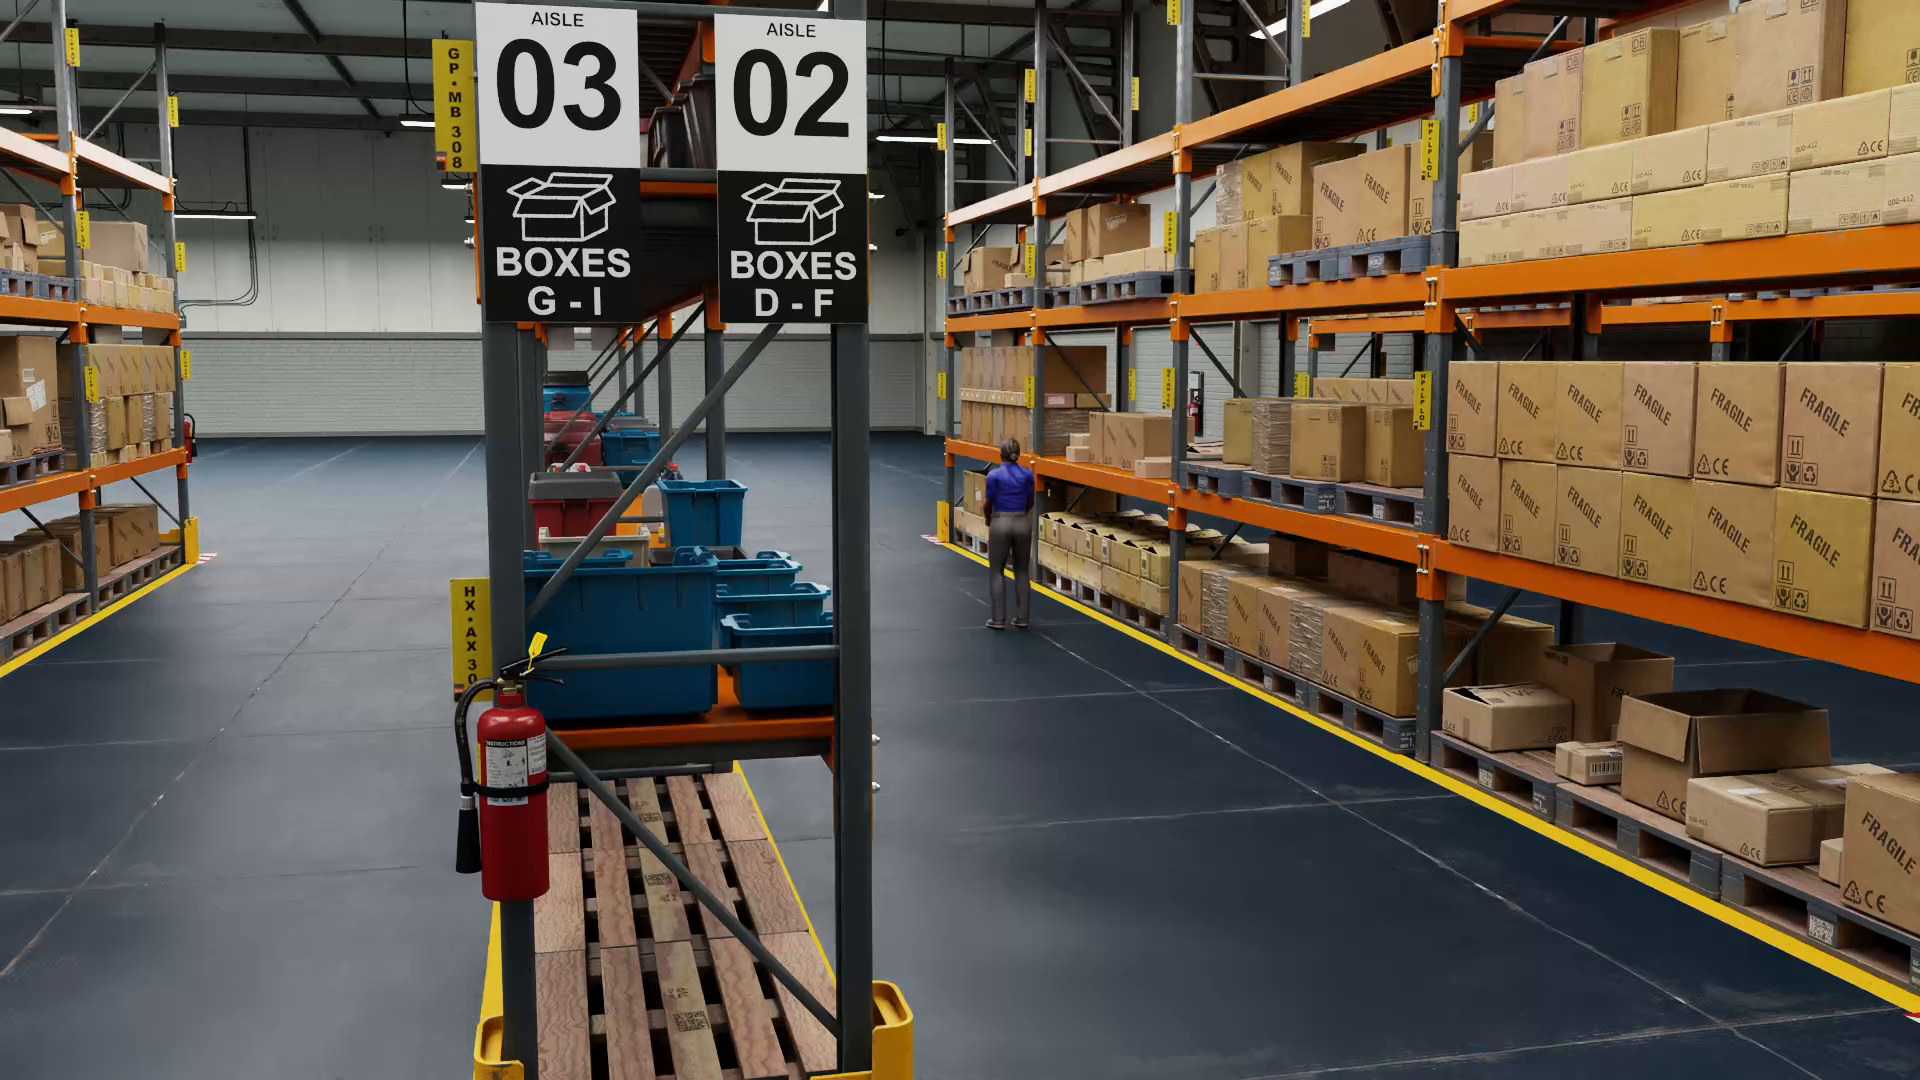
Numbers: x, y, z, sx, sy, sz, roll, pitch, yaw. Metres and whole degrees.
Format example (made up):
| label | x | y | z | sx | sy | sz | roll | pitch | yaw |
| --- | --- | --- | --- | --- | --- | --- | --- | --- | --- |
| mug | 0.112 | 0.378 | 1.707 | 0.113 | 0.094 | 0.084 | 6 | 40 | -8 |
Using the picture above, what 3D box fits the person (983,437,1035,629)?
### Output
| label | x | y | z | sx | sy | sz | roll | pitch | yaw |
| --- | --- | --- | --- | --- | --- | --- | --- | --- | --- |
| person | 0.410 | -0.069 | 14.361 | 0.452 | 1.649 | 0.512 | -2 | 6 | -14 |
